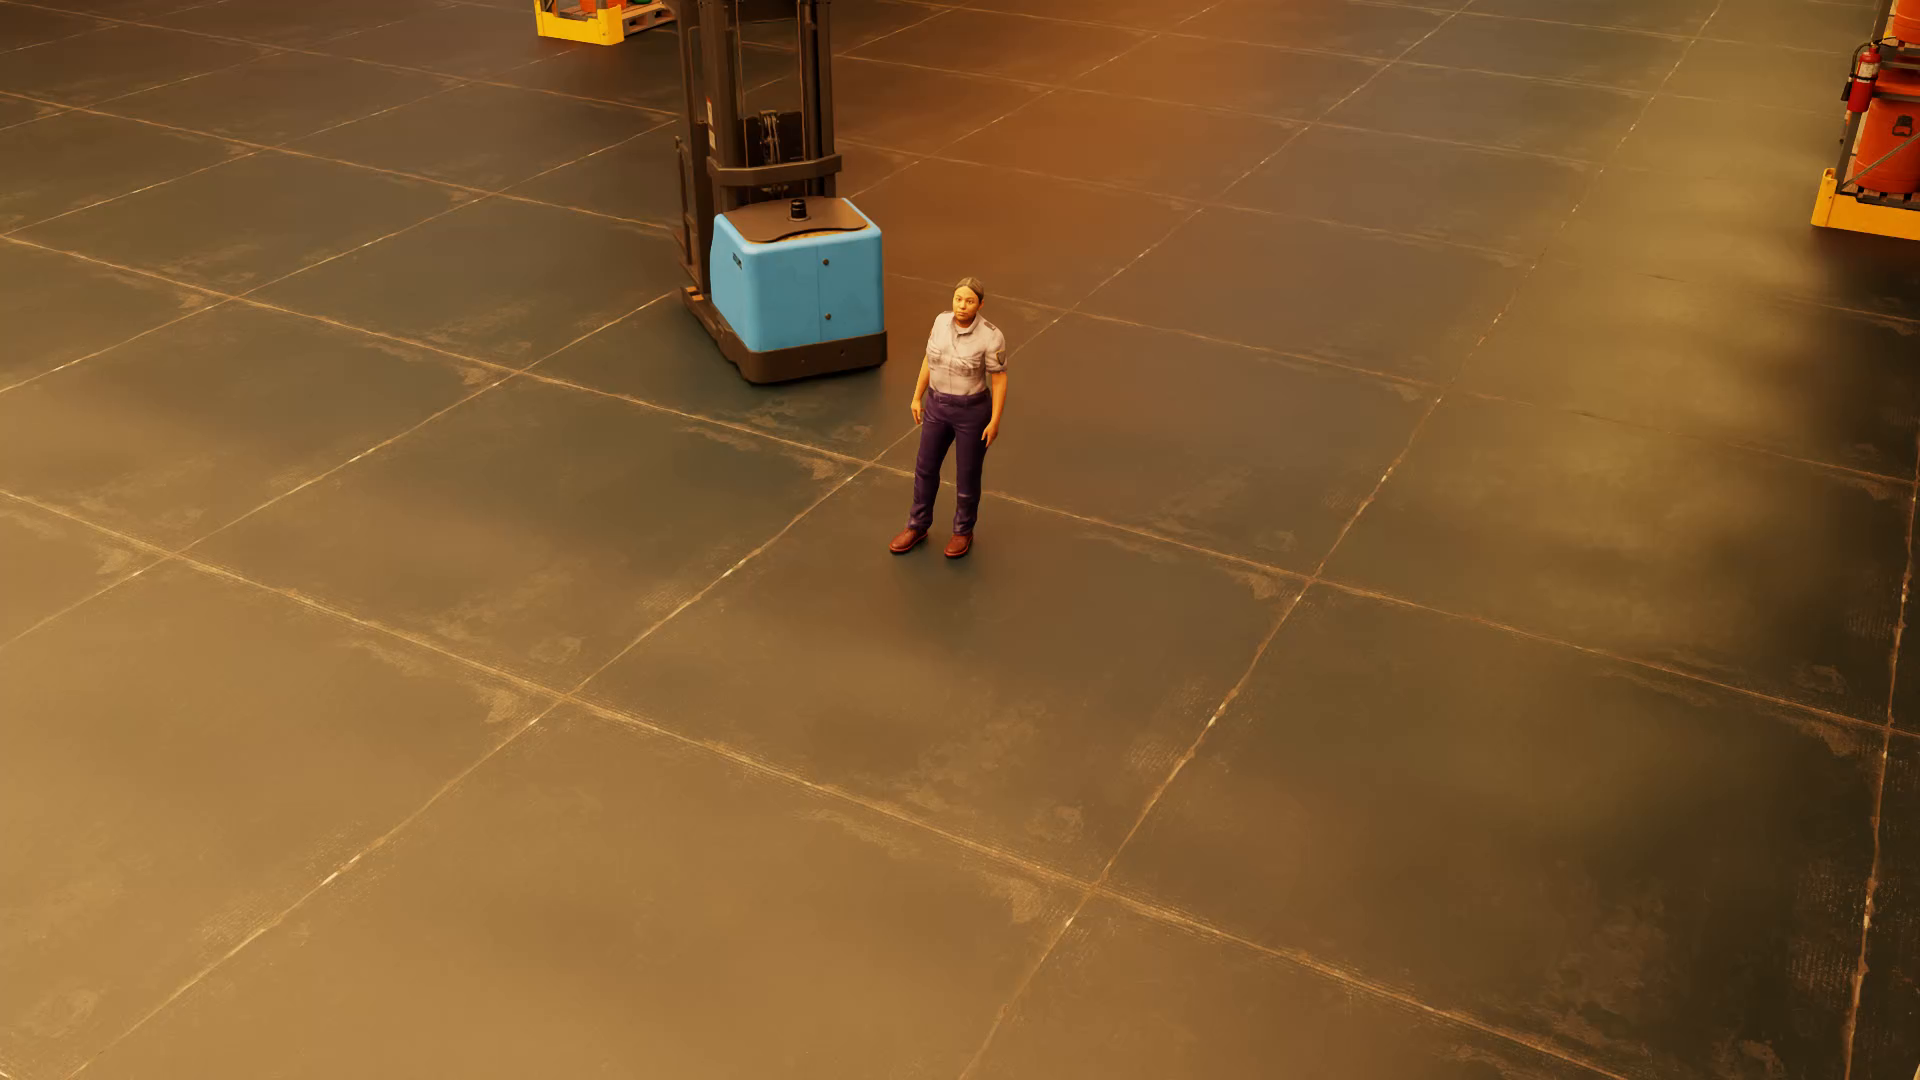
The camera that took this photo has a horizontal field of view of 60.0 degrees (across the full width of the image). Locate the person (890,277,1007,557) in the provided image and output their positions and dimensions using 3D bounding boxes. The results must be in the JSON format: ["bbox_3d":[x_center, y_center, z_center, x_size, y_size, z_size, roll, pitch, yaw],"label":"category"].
[{"bbox_3d":[-0.063,-0.686,9.529,0.599,1.650,0.503,15,33,25],"label":"person"}]

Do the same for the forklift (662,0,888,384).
[{"bbox_3d":[-1.564,-3.097,12.437,1.130,2.935,3.031,-12,32,-19],"label":"forklift"}]
